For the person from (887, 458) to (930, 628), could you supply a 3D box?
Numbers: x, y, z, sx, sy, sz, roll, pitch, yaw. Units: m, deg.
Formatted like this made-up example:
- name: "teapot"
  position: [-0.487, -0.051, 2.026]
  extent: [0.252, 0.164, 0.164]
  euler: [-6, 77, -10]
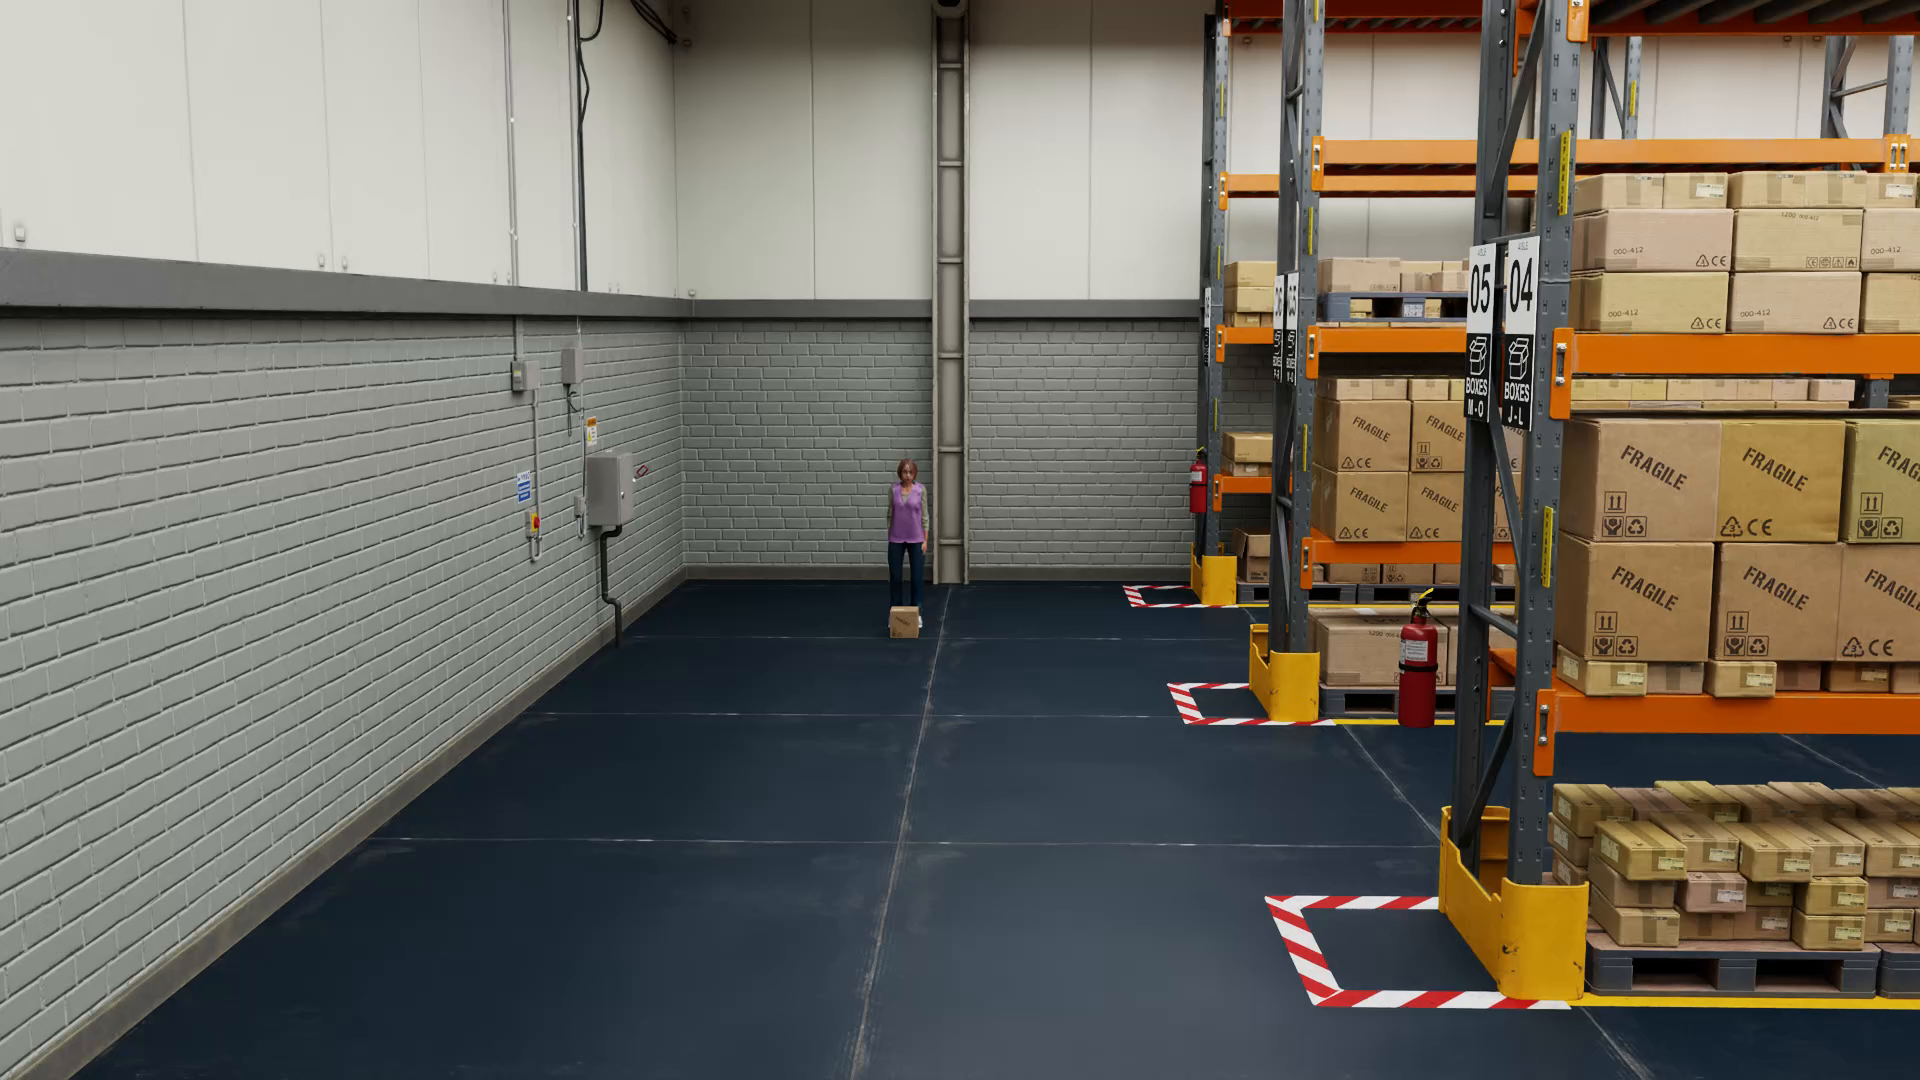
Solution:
- name: "person"
  position: [-0.487, 0.033, 15.625]
  extent: [0.406, 1.586, 0.304]
  euler: [0, 7, 3]
